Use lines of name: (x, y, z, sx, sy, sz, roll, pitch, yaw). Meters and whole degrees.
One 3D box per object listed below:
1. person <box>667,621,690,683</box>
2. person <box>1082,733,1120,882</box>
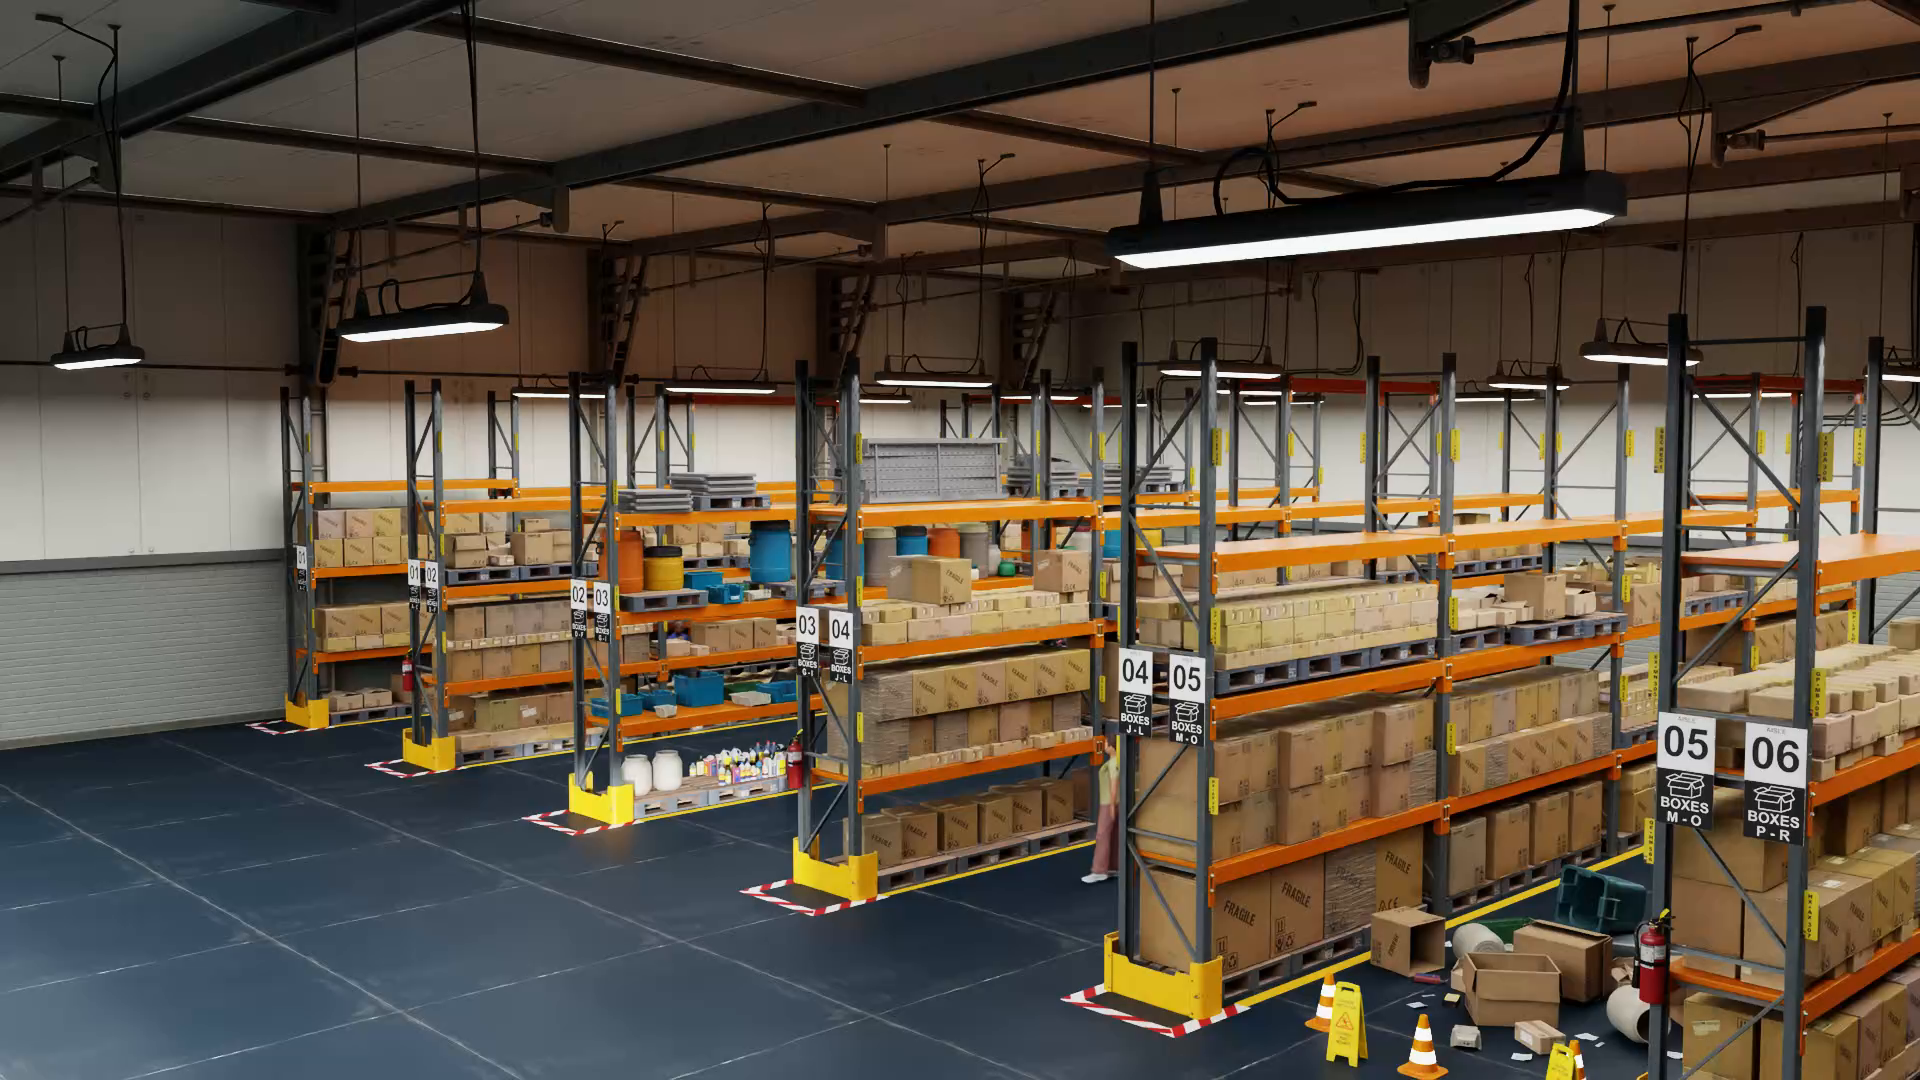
person: (-5.288, 2.379, 31.219, 0.482, 1.609, 0.406, -3, 4, -35)
person: (1.702, 3.094, 19.305, 0.456, 1.682, 0.579, 1, 4, 20)
